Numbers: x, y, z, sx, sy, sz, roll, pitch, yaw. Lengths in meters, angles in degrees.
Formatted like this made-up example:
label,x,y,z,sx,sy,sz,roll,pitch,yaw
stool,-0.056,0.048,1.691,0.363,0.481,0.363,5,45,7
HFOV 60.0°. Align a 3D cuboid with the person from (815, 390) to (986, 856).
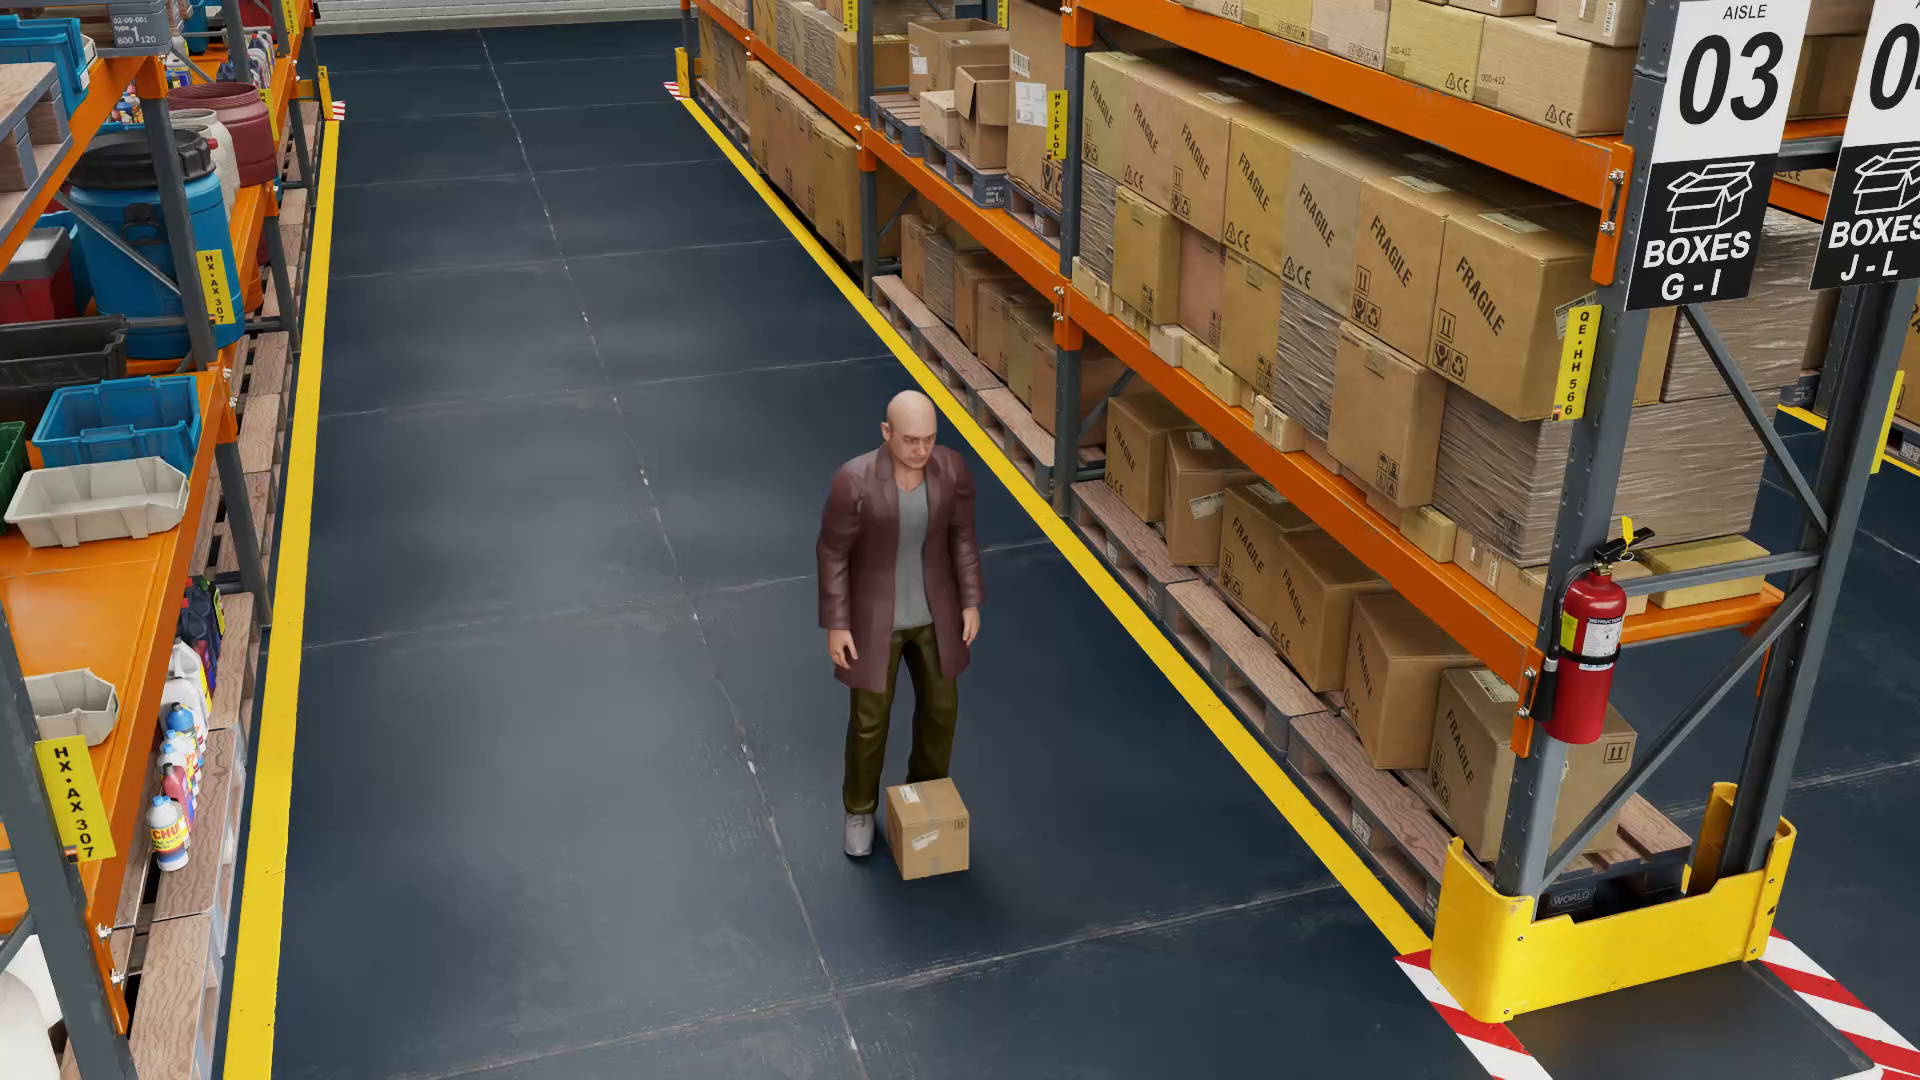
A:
label,x,y,z,sx,sy,sz,roll,pitch,yaw
person,-0.204,0.282,6.053,0.638,1.772,0.428,-9,27,-18
